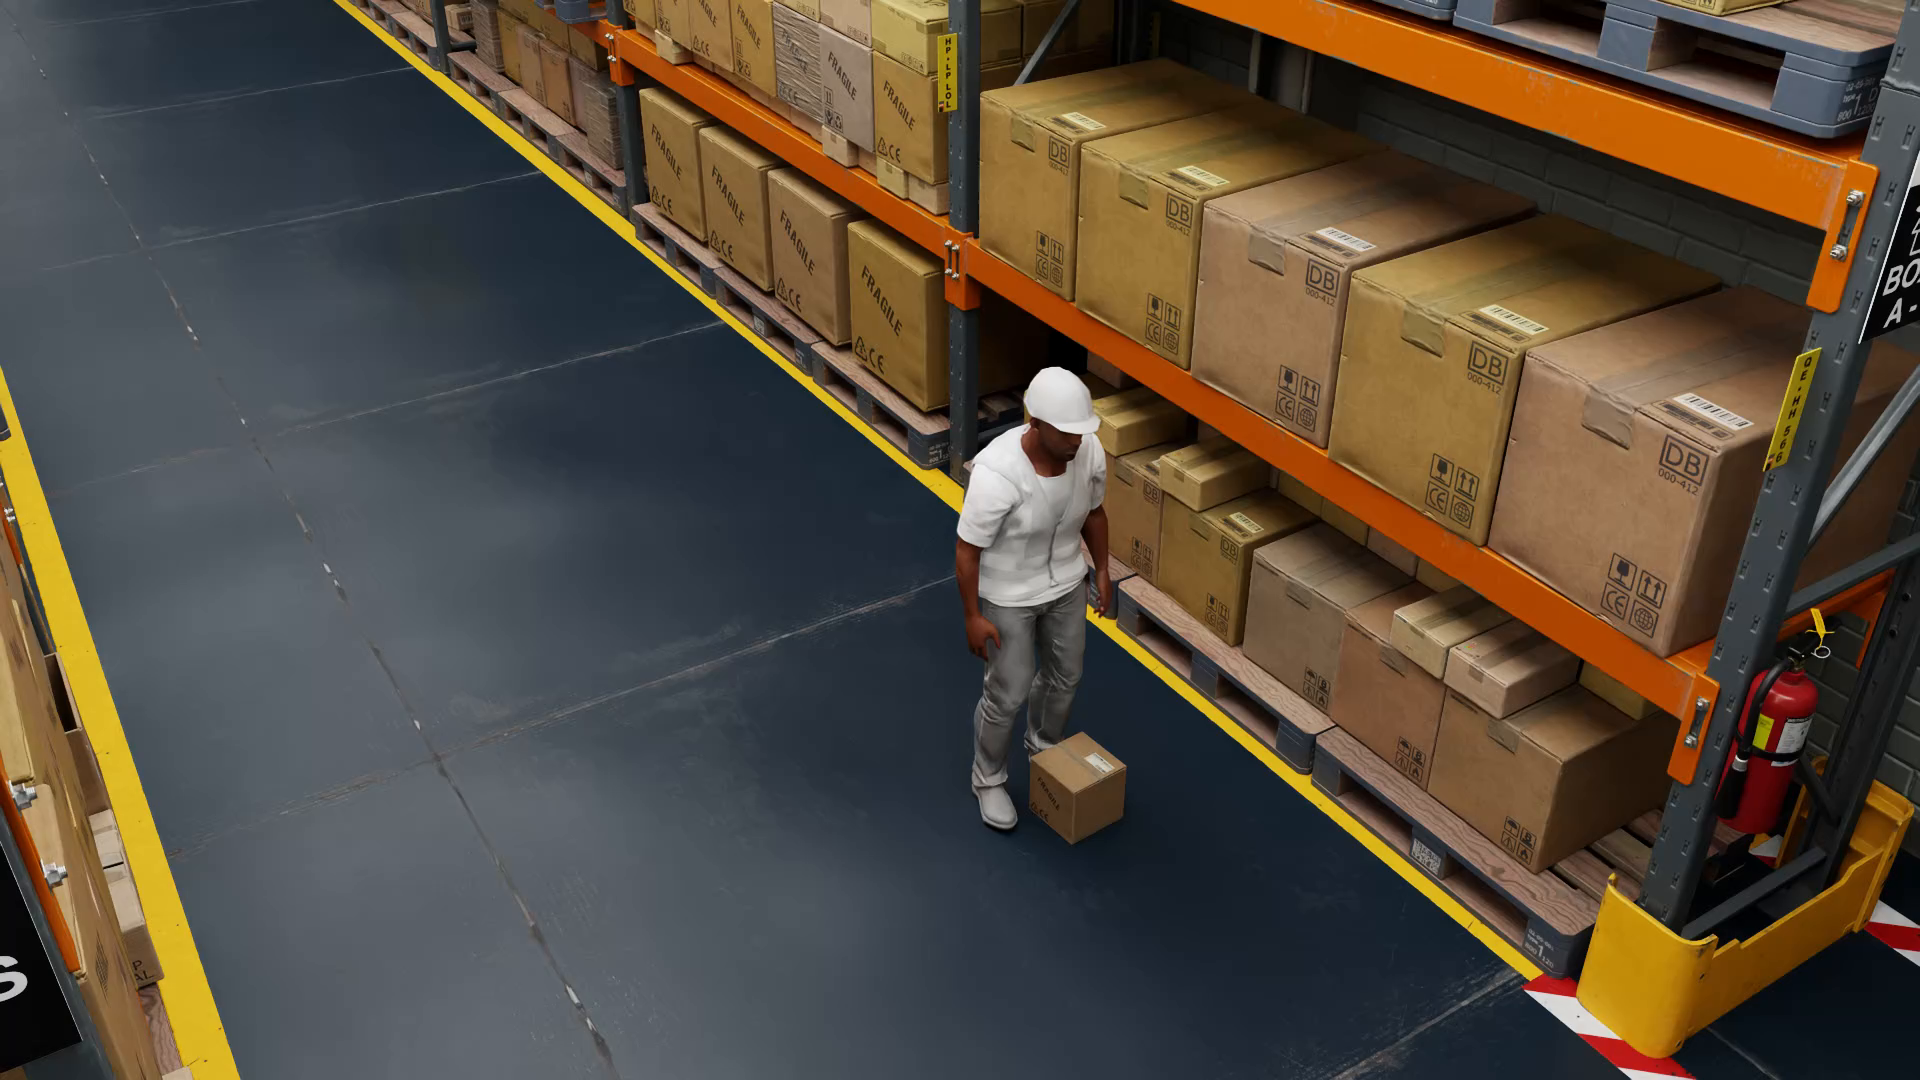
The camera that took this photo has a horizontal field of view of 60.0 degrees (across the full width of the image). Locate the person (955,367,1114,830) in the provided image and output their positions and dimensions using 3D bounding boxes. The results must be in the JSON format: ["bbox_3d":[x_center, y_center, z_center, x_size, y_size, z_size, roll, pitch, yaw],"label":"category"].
[{"bbox_3d":[0.271,0.182,5.833,0.627,1.761,0.456,-20,37,-28],"label":"person"}]
